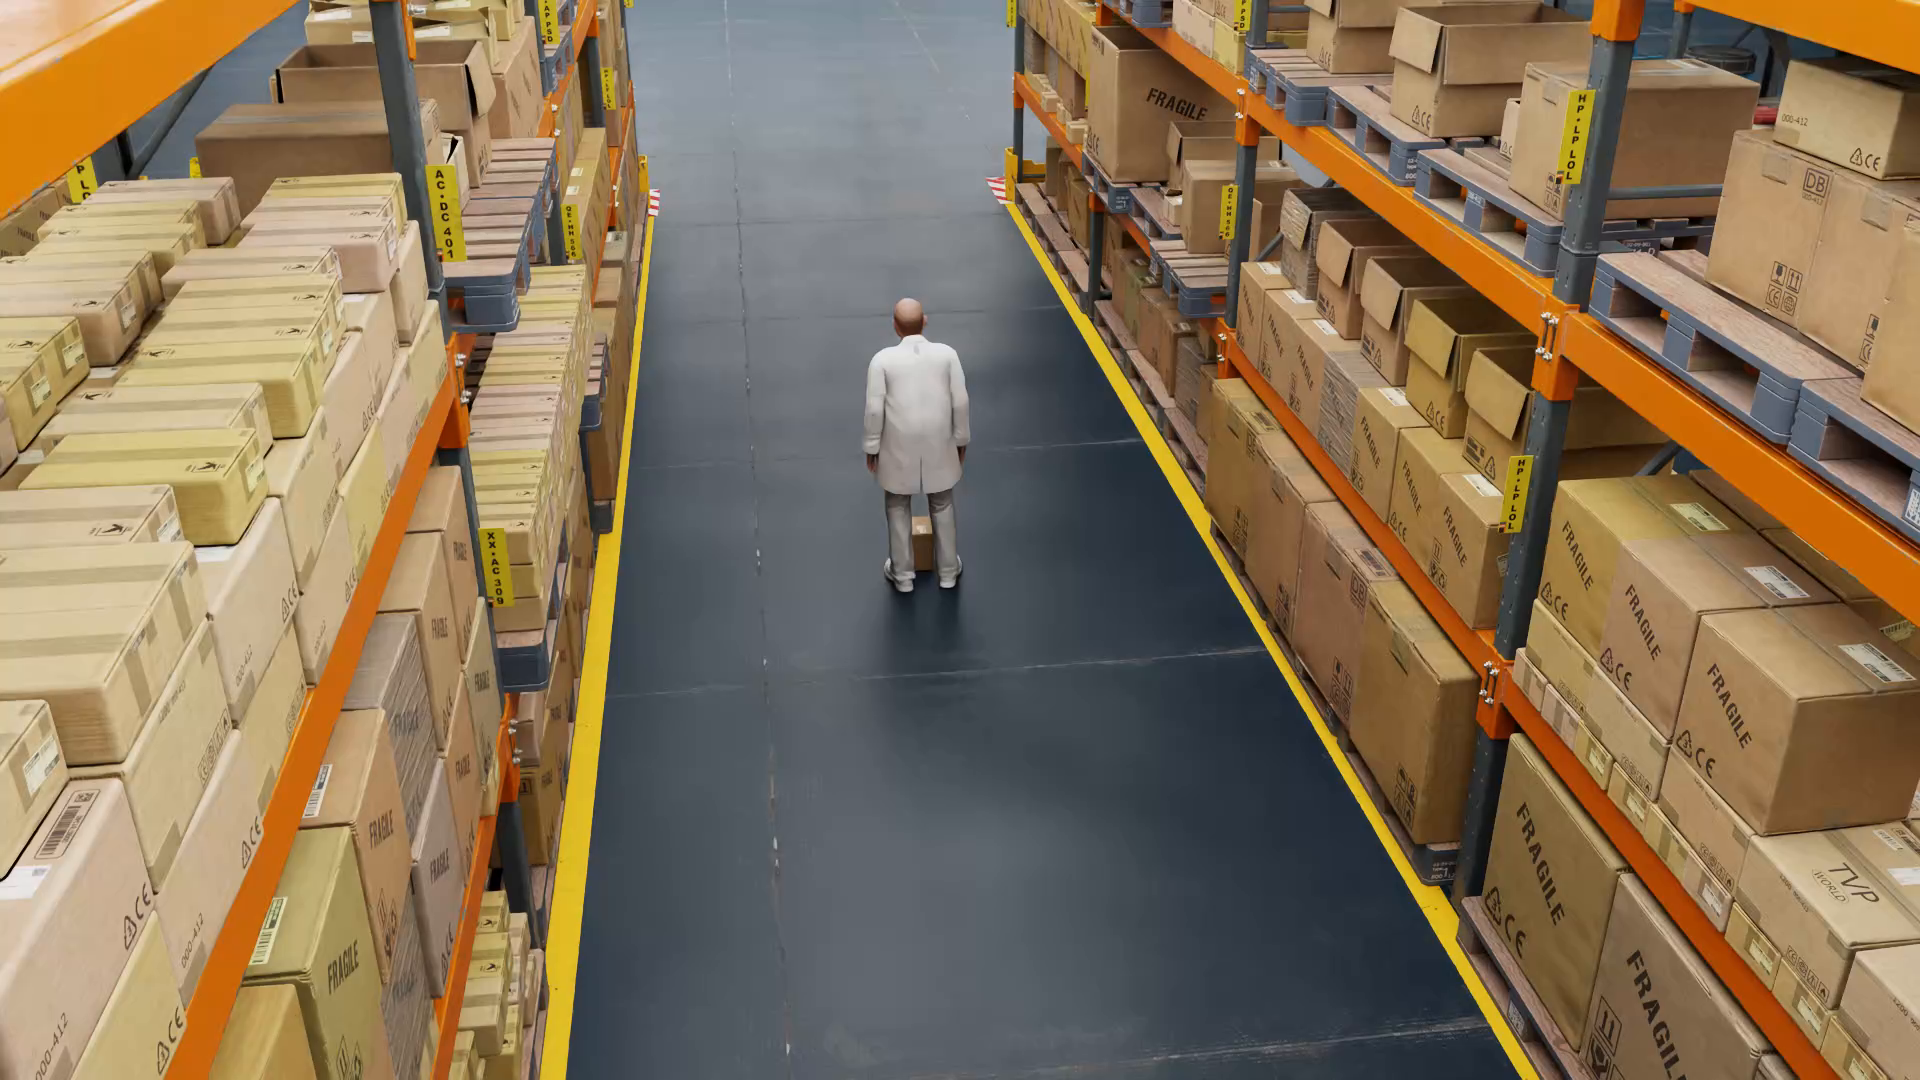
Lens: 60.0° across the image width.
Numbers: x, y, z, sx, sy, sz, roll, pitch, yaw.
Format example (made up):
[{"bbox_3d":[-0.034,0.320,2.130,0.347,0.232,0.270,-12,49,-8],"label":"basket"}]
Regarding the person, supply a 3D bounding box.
[{"bbox_3d":[-0.246,-0.549,9.721,0.643,1.774,0.427,-3,27,-7],"label":"person"}]
